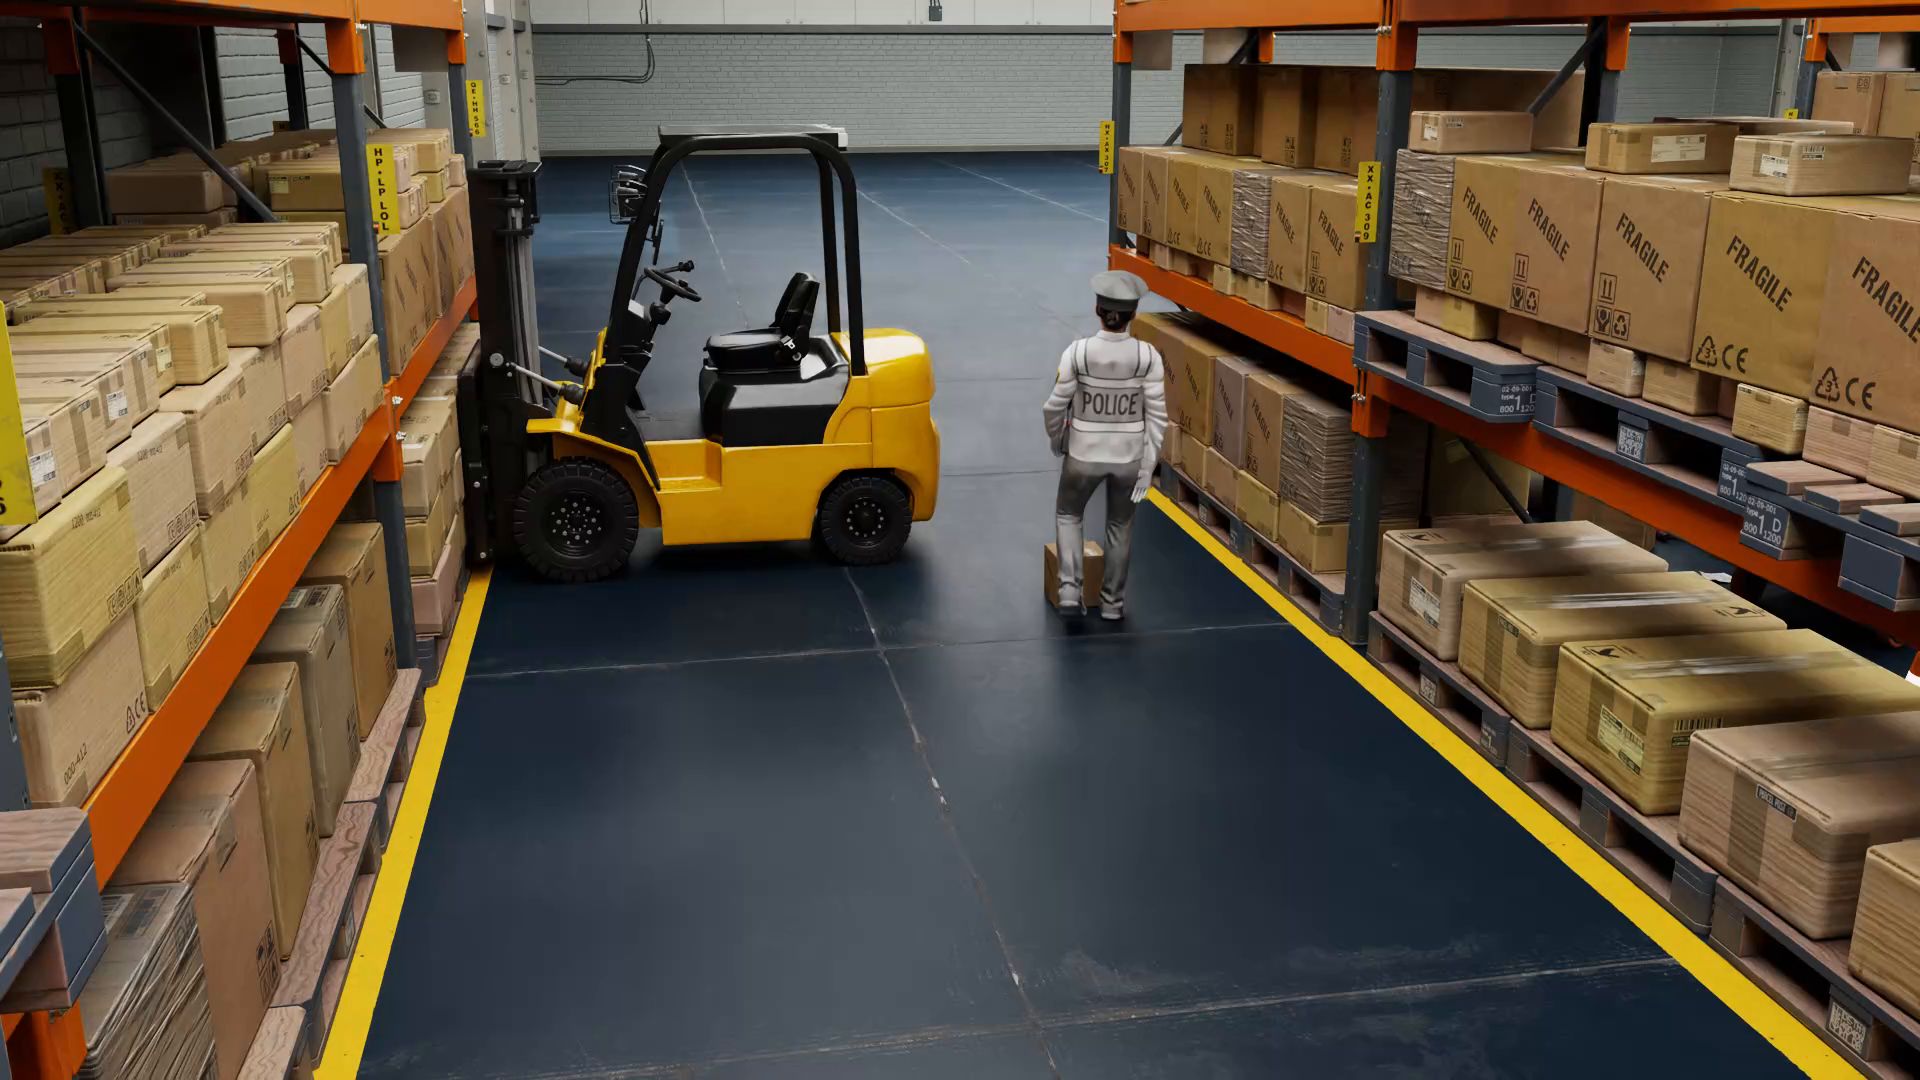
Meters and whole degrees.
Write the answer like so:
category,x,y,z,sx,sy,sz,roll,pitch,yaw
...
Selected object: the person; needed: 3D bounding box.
category,x,y,z,sx,sy,sz,roll,pitch,yaw
person,0.629,-0.375,7.397,0.538,1.668,0.622,0,16,0
